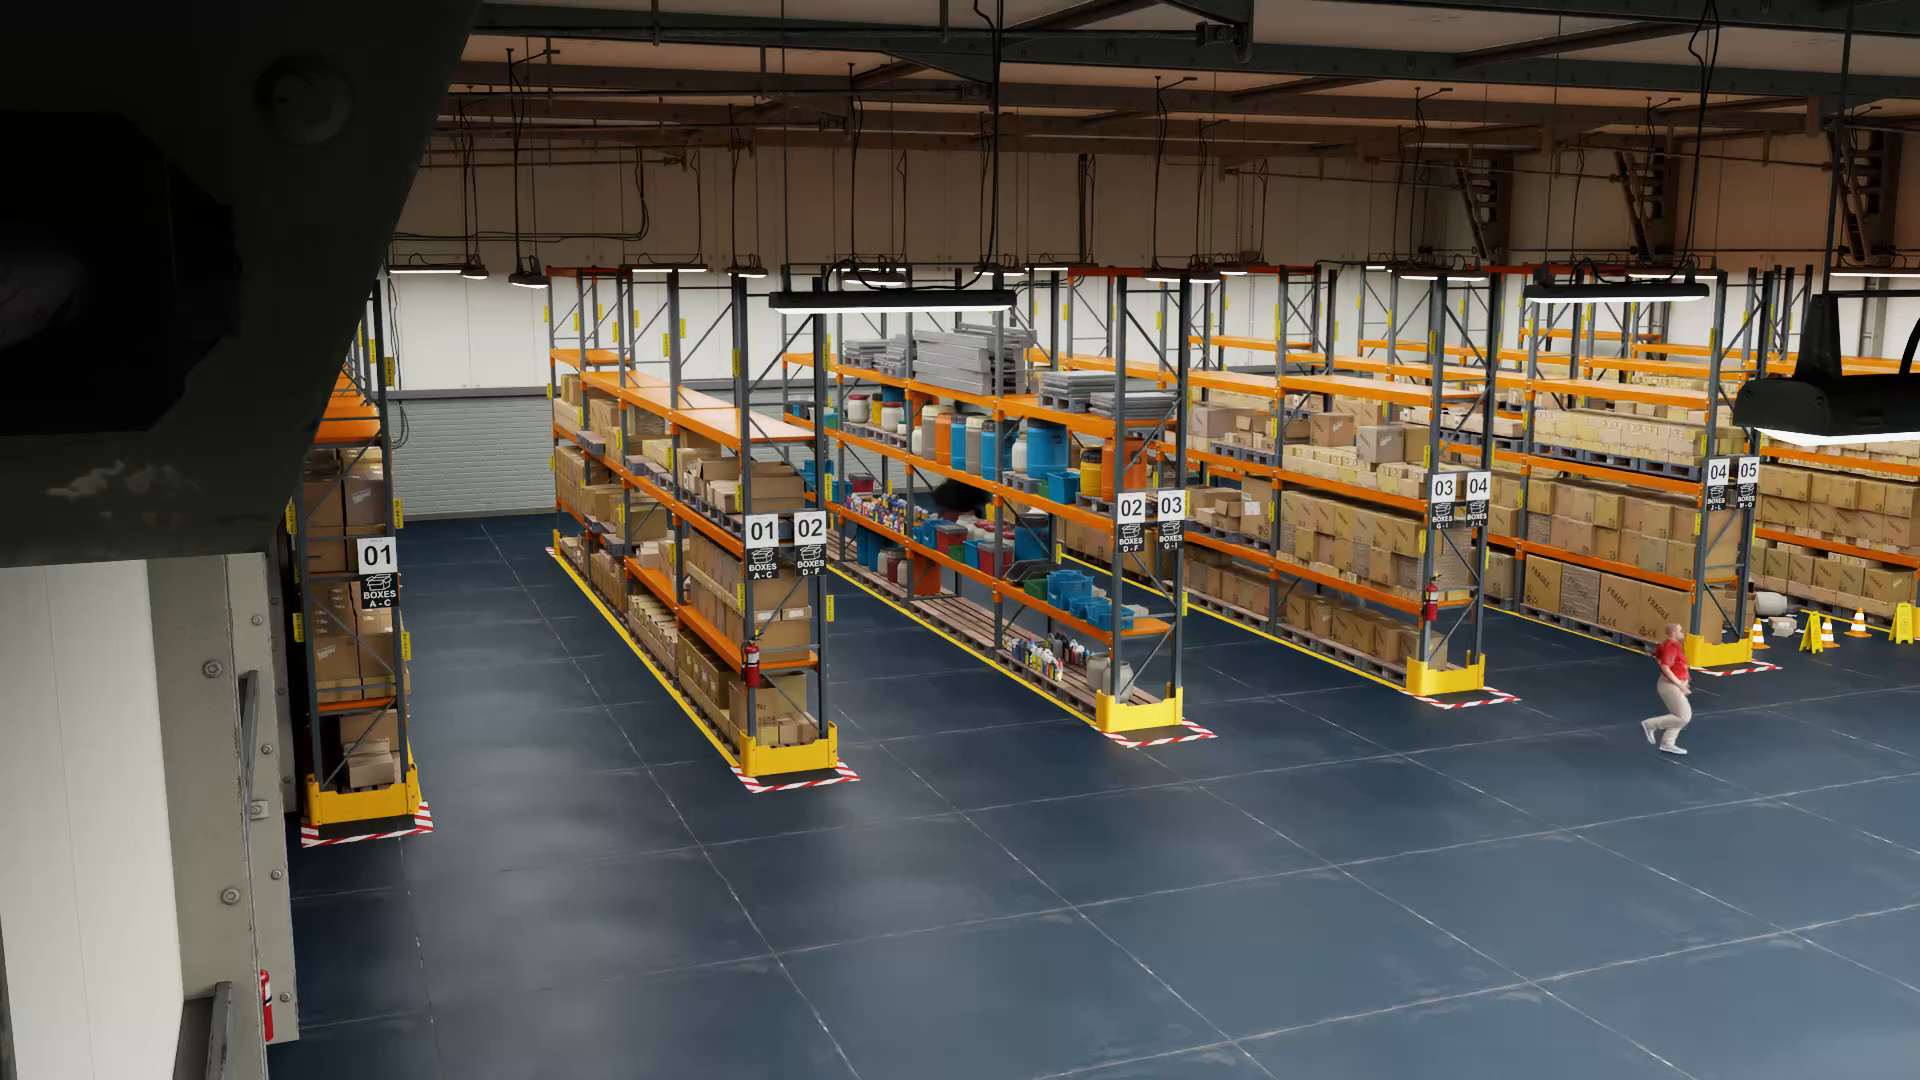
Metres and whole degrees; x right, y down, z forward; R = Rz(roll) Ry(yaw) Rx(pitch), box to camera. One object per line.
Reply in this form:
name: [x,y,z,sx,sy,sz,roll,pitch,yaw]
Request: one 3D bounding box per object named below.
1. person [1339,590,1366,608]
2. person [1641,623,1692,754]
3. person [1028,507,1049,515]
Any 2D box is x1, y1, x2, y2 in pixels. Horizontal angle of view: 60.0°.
person: [7.092,0.379,29.739,0.558,1.672,0.896,-6,11,-30]
person: [8.982,1.879,21.107,0.611,1.689,0.669,2,10,13]
person: [1.501,-0.040,30.556,0.609,1.639,0.507,-5,11,-28]
